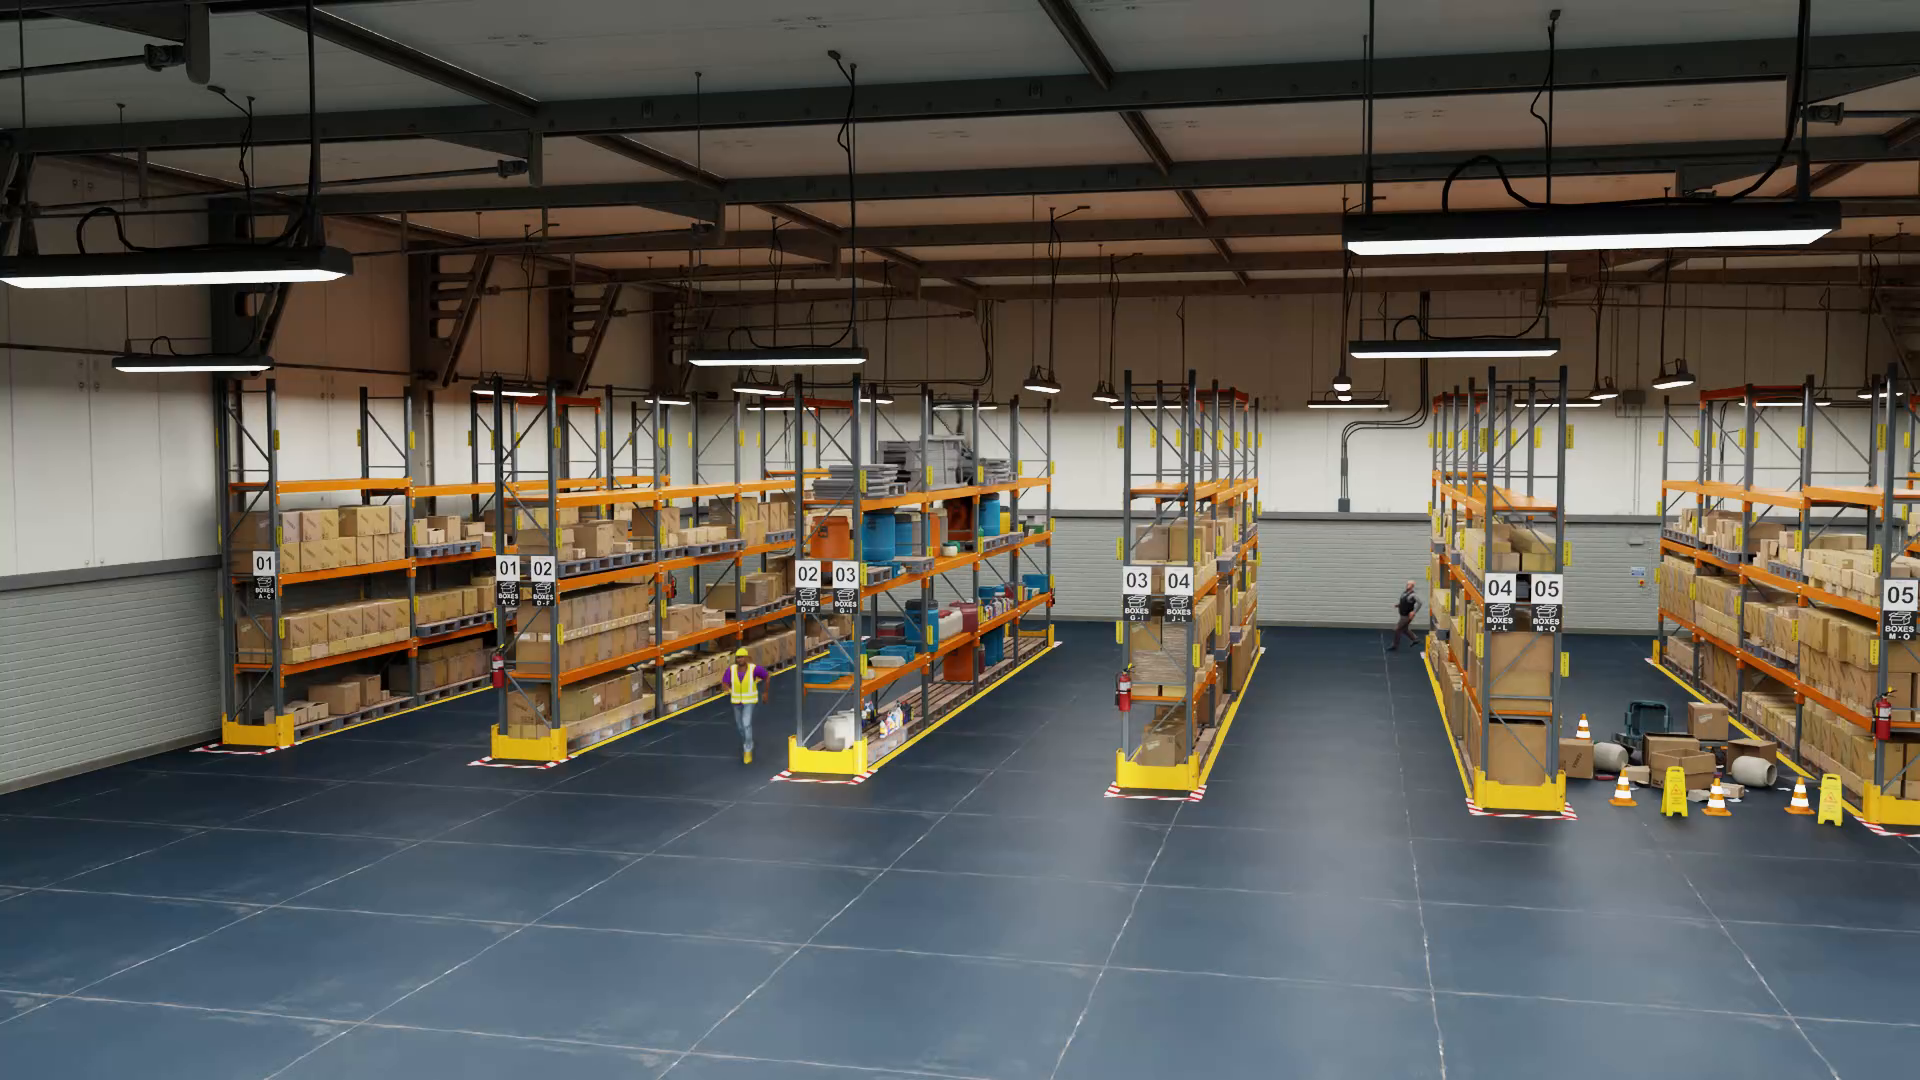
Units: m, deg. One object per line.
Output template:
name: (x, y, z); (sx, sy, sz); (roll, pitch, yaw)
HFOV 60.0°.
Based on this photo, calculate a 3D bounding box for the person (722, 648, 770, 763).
person: (-3.378, 2.574, 26.079); (0.710, 1.789, 0.817); (1, 4, 12)

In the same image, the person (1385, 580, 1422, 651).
person: (10.524, 1.796, 39.281); (0.885, 1.693, 0.710); (0, 3, -1)
